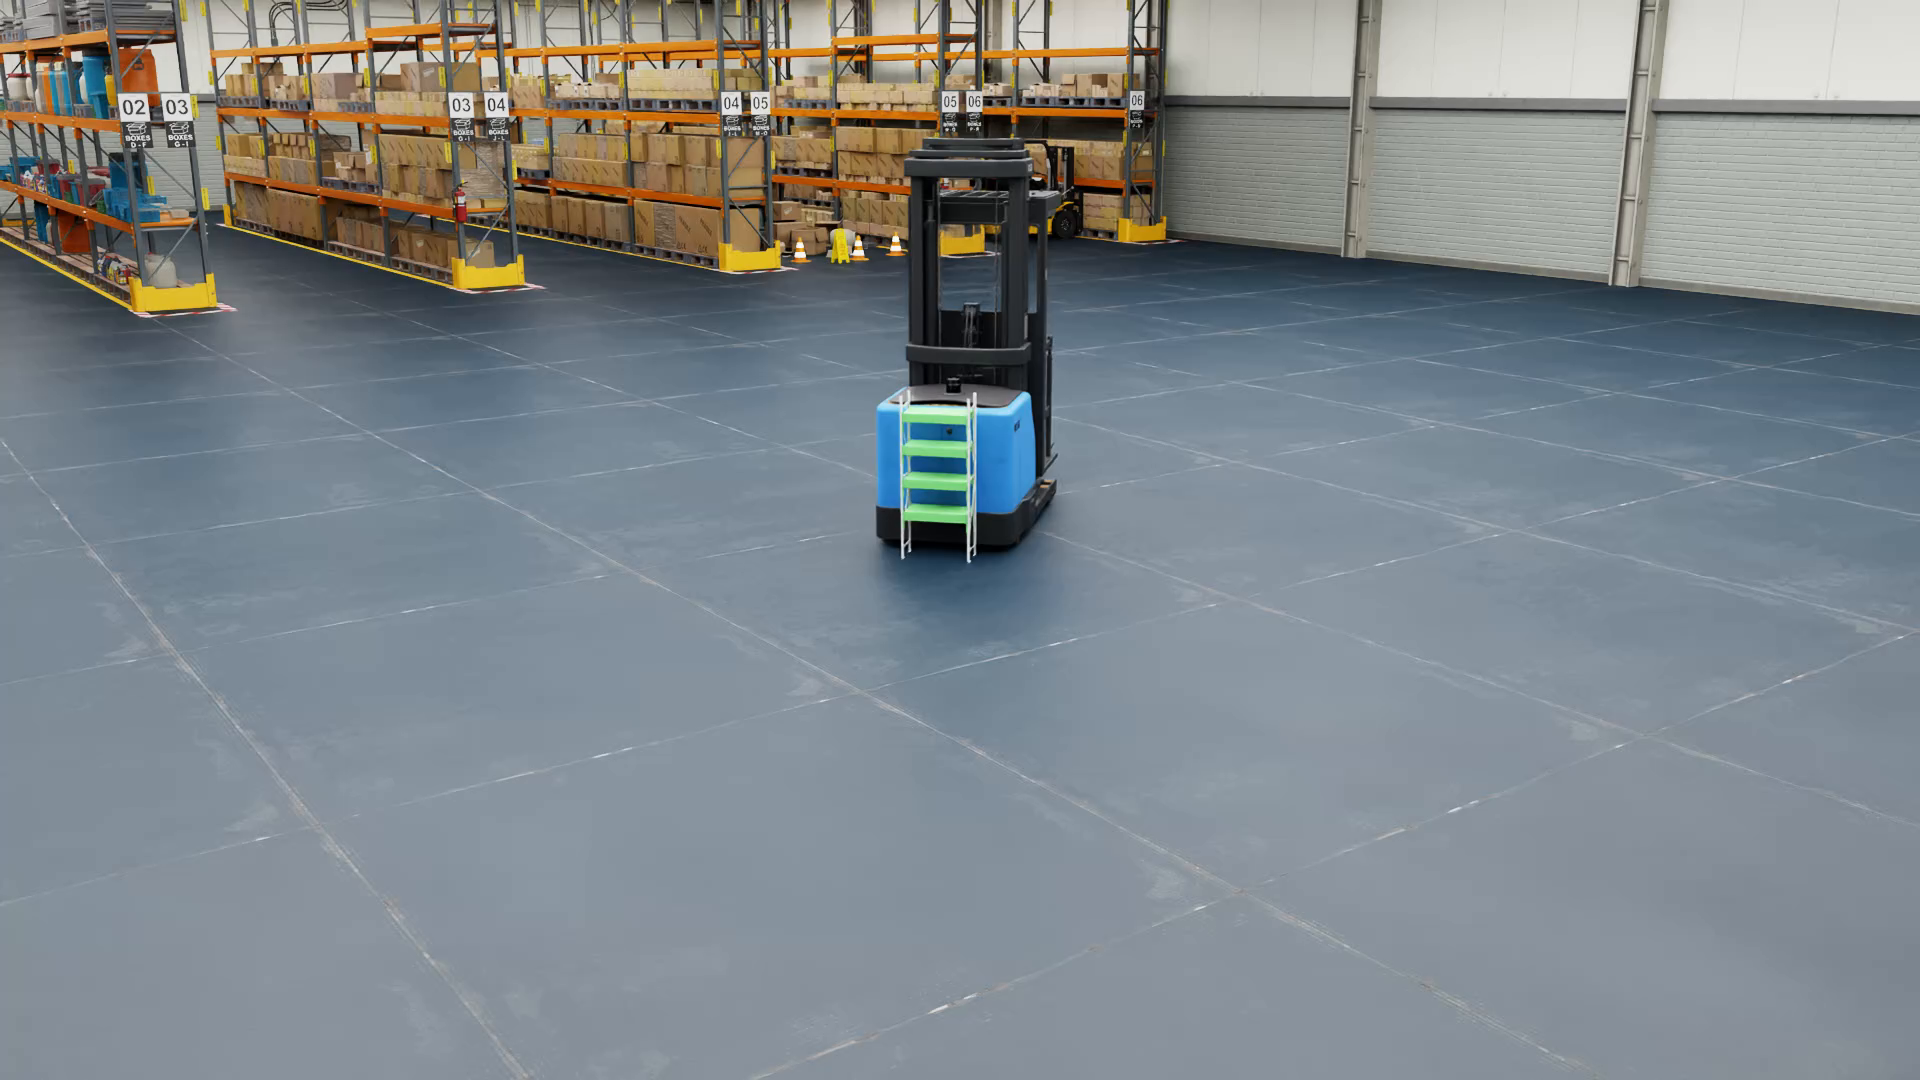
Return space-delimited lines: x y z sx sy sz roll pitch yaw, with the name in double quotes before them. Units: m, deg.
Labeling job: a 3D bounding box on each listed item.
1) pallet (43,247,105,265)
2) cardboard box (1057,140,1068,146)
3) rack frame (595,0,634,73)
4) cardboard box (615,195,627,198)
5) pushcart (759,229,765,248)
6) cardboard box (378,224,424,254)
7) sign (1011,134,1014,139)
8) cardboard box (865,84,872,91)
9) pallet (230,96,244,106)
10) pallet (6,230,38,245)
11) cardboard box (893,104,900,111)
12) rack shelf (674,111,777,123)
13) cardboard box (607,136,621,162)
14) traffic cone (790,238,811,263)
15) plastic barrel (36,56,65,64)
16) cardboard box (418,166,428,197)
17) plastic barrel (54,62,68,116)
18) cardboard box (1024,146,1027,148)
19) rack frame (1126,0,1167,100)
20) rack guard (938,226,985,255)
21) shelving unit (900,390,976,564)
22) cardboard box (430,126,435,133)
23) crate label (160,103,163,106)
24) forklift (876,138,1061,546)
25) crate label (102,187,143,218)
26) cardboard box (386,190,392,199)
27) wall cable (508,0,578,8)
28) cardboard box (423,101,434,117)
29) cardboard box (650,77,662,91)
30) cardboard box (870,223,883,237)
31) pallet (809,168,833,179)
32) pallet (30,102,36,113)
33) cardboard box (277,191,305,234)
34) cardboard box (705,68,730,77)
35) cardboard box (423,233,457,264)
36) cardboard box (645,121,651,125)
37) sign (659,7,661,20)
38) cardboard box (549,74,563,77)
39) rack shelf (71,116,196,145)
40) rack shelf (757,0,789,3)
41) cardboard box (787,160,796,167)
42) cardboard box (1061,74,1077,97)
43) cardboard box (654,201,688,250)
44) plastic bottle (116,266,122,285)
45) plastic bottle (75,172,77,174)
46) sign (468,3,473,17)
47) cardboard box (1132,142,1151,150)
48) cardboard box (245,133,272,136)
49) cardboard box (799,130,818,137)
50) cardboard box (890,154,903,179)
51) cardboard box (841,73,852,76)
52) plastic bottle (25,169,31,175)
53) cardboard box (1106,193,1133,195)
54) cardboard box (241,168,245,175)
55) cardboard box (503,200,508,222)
"pallet" -17.219 -5.539 32.413 1.003 0.211 1.213 -11 19 -35
"cardboard box" 2.434 -9.074 38.064 0.380 0.149 0.250 -11 19 -35
"rack frame" -9.403 -13.631 45.332 1.000 3.000 0.127 -11 19 -35
"cardboard box" -8.934 -9.578 45.949 0.875 0.438 0.875 -12 19 -36
"pushcart" -4.162 -6.545 35.776 0.936 0.377 1.648 10 18 33
"cardboard box" -10.707 -5.778 31.905 0.700 0.500 0.500 -13 20 -39
"sign" 1.232 -9.380 39.122 0.100 0.325 0.005 -11 19 -35
"cardboard box" -1.782 -9.553 35.080 0.380 0.149 0.250 -12 19 -36
"pallet" -16.253 -10.185 38.594 1.003 0.211 1.213 -11 19 -35
"pallet" -20.259 -6.643 36.447 1.003 0.211 1.213 -11 19 -35
"cardboard box" -1.162 -8.957 34.413 0.380 0.149 0.250 -11 19 -36
"rack shelf" -5.875 -10.556 41.142 1.077 0.370 4.000 -11 19 -35
"cardboard box" -6.893 -8.130 34.515 0.700 0.500 0.500 -11 19 -35
"traffic cone" -3.104 -5.641 32.309 0.336 0.463 0.334 -11 19 -35
"plastic barrel" -17.053 -8.700 31.390 0.600 0.830 0.708 -11 19 -35
"cardboard box" -8.963 -6.297 29.150 0.875 0.500 0.500 -11 19 -35
"plastic barrel" -15.229 -7.771 28.655 0.600 0.901 0.600 0 15 0
"cardboard box" 1.640 -9.198 39.083 0.380 0.149 0.250 -11 19 -35
"rack frame" 4.017 -10.985 35.667 1.000 3.000 0.127 -11 19 -35
"rack guard" -0.040 -6.131 34.030 1.175 0.500 0.348 -11 19 -35
"shelving unit" -0.155 -0.453 11.956 0.503 1.200 0.258 3 16 12
"cardboard box" -13.299 -10.484 42.553 0.500 0.500 0.500 -11 19 -35
"crate label" -12.851 -6.840 26.483 0.502 0.251 0.408 -11 19 -35
"forklift" 0.189 -1.717 13.298 1.130 2.935 3.031 3 16 12
"crate label" -13.319 -5.382 26.490 0.502 0.435 0.616 -11 19 -35
"cardboard box" -10.344 -6.367 30.634 0.380 0.149 0.250 -11 19 -35
"wall cable" -12.366 -14.918 50.035 2.355 3.000 0.029 -11 19 -35
"cardboard box" -8.797 -7.327 28.265 0.500 0.250 0.500 -11 19 -34
"cardboard box" -5.636 -8.790 32.065 0.500 0.250 0.500 -11 19 -35
"cardboard box" -1.582 -6.658 35.633 0.500 0.250 0.500 -11 19 -35
"pallet" -2.679 -8.268 37.466 1.003 0.211 1.213 -11 19 -35
"pallet" -17.092 -8.256 31.735 1.003 0.211 1.213 -11 19 -35
"cardboard box" -14.149 -7.198 36.424 1.225 0.875 0.875 -12 19 -36
"cardboard box" -4.413 -8.511 30.289 0.380 0.149 0.250 -11 19 -34
"cardboard box" -9.389 -5.300 30.199 0.500 0.500 0.500 -13 20 -39
"cardboard box" -8.035 -10.970 43.662 0.380 0.149 0.250 -11 19 -35
"sign" -7.515 -13.223 41.771 0.100 0.325 0.005 -11 19 -35
"cardboard box" -9.144 -10.391 37.537 0.396 0.266 0.258 -11 19 -35
"rack shelf" -13.194 -6.540 26.471 1.077 0.370 4.000 -11 19 -35
"rack shelf" -4.214 -15.231 46.246 1.077 0.370 4.000 -11 19 -35
"cardboard box" -3.748 -8.659 38.213 0.380 0.149 0.250 -10 18 -33
"cardboard box" 2.725 -10.261 37.522 0.797 0.503 0.637 -10 18 -33
"cardboard box" -5.446 -6.226 32.869 0.875 0.875 0.875 -11 19 -34
"plastic bottle" -13.536 -4.262 26.778 0.061 0.283 0.133 -10 18 -33
"plastic bottle" -17.621 -7.172 33.190 0.144 0.351 0.185 -11 19 -35
"sign" -11.446 -12.395 38.898 0.100 0.325 0.005 -11 19 -35
"cardboard box" 3.992 -8.701 36.704 0.380 0.149 0.250 -11 19 -36
"cardboard box" -16.920 -9.569 40.154 0.500 0.500 0.500 -11 19 -34
"cardboard box" -3.509 -9.430 38.573 0.380 0.149 0.250 -12 19 -37
"cardboard box" -1.120 -7.800 34.641 0.500 0.500 0.500 -11 19 -35
"cardboard box" -3.144 -12.455 44.863 0.396 0.266 0.258 -11 19 -35
"plastic bottle" -19.105 -7.418 34.091 0.144 0.351 0.185 -11 19 -35
"cardboard box" 3.591 -7.689 37.505 0.500 0.250 0.500 -11 19 -34
"cardboard box" -16.572 -8.623 38.874 0.380 0.149 0.250 -11 19 -36
"cardboard box" -10.464 -7.778 39.253 0.500 0.500 0.500 -10 18 -32
